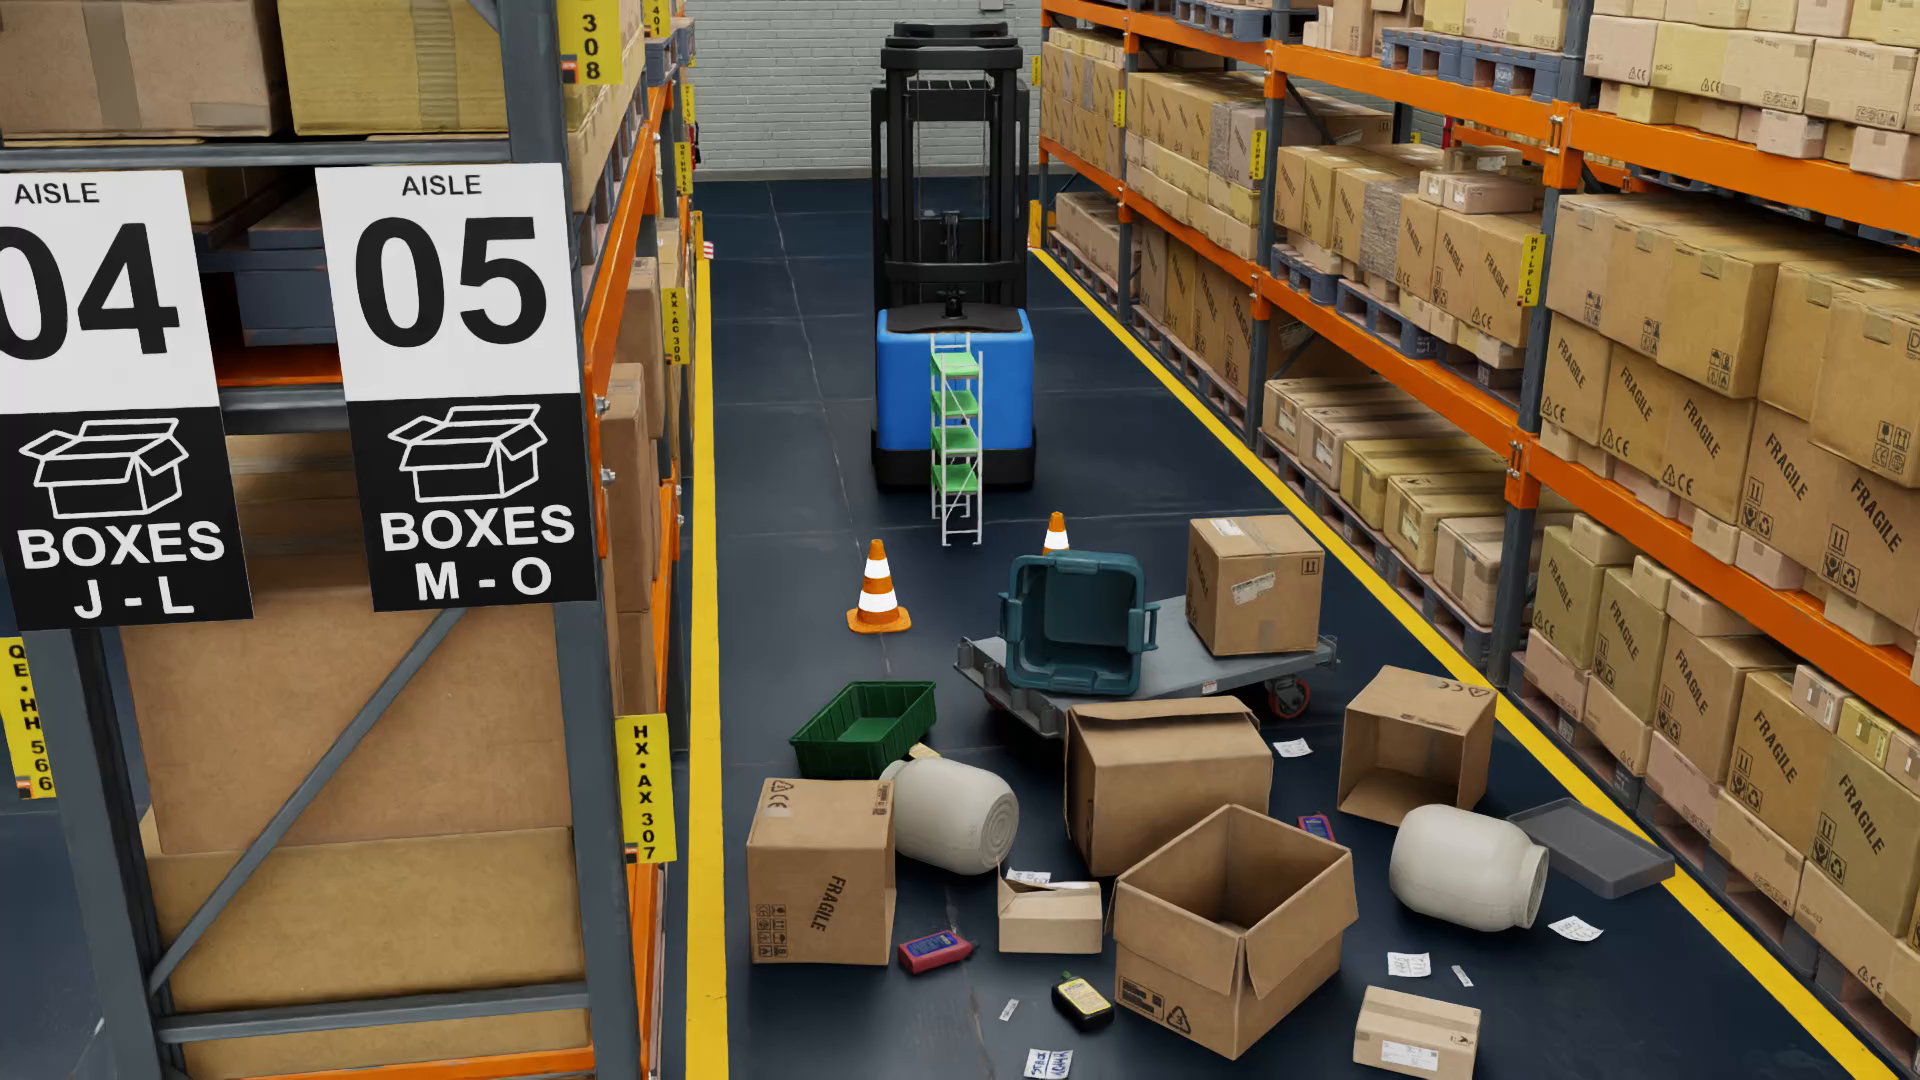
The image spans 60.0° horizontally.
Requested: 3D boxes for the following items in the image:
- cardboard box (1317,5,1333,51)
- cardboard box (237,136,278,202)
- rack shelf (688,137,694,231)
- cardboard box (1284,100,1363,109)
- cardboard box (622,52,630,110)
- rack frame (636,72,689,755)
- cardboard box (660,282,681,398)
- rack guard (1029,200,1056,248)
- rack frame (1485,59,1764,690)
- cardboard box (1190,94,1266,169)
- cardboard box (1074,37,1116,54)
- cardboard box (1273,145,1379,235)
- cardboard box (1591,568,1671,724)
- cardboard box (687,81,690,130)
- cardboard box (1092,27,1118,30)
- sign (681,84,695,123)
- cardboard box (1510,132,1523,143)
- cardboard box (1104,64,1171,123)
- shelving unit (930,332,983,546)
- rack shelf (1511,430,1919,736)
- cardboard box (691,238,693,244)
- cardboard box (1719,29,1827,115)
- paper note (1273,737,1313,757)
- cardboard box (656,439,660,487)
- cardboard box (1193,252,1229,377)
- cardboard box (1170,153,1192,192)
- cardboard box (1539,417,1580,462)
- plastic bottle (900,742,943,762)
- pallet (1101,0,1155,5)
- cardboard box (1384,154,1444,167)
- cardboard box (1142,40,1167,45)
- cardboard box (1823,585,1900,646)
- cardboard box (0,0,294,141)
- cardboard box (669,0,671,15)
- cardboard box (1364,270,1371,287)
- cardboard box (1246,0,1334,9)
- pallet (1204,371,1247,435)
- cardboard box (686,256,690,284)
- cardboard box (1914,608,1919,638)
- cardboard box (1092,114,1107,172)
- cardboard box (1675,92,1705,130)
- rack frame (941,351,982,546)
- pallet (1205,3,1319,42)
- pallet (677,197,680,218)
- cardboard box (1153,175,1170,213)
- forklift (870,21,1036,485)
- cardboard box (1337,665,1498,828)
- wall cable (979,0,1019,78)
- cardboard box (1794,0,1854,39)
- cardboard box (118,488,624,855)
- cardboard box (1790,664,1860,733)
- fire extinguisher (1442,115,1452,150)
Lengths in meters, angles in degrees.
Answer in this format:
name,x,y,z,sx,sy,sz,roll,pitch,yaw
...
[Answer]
name,x,y,z,sx,sy,sz,roll,pitch,yaw
cardboard box,2.479,-3.231,10.485,0.396,0.266,0.258,-3,21,-8
cardboard box,-1.585,-0.757,3.285,0.380,0.149,0.250,-3,21,-7
rack shelf,-3.184,-3.551,16.464,1.077,0.370,4.000,-3,21,-8
cardboard box,2.654,-2.965,12.295,0.500,0.500,0.500,-3,21,-8
cardboard box,-1.153,-1.318,4.787,0.380,0.149,0.250,-3,21,-8
rack frame,-1.743,-0.425,7.068,1.000,3.000,0.127,-3,21,-8
cardboard box,-1.695,-1.016,8.506,0.500,0.500,0.500,-3,21,-8
rack guard,1.408,-3.702,19.414,1.175,0.500,0.348,-3,21,-8
rack frame,3.141,-0.710,7.830,1.000,3.000,0.127,-3,21,-8
cardboard box,2.084,-3.126,12.726,0.500,0.500,0.500,-3,21,-8
cardboard box,1.371,-5.008,16.839,0.380,0.149,0.250,-3,21,-9
cardboard box,2.400,-2.310,10.947,0.500,0.500,0.500,-4,21,-9
cardboard box,3.048,0.433,7.029,0.500,0.500,0.500,-2,21,-6
cardboard box,-3.153,-4.624,17.741,0.500,0.500,0.500,-2,21,-7
cardboard box,1.661,-5.570,18.343,0.380,0.149,0.250,-3,21,-7
sign,-2.347,-3.767,14.360,0.100,0.325,0.005,-3,21,-8
cardboard box,6.235,-4.423,18.129,0.380,0.149,0.250,-4,21,-9
cardboard box,1.647,-4.145,15.454,0.500,0.500,0.500,-3,21,-8
shelving unit,-0.024,-0.619,10.160,0.258,1.200,0.503,-3,21,-8
rack shelf,3.430,0.319,6.102,1.077,0.370,4.000,-3,21,-8
cardboard box,-2.950,-3.054,17.155,0.380,0.149,0.250,-3,21,-7
cardboard box,3.077,-1.666,5.892,0.500,0.250,0.500,-3,21,-7
paper note,1.529,0.950,7.628,0.148,0.019,0.142,-3,21,-8
cardboard box,-1.677,-0.369,6.702,0.875,0.550,0.550,-3,21,-8
cardboard box,2.423,-1.849,13.316,0.875,0.875,0.875,-3,21,-7
cardboard box,1.997,-2.947,13.320,0.500,0.250,0.500,-4,21,-9
cardboard box,2.869,-0.467,7.539,0.380,0.149,0.250,-3,21,-8
plastic bottle,-0.209,0.971,7.530,0.133,0.061,0.283,-15,25,-35
pallet,1.880,-5.127,15.497,1.003,0.211,1.213,-3,21,-8
cardboard box,2.991,-2.156,10.534,0.500,0.500,0.500,-3,21,-9
cardboard box,1.966,-4.861,16.445,0.380,0.149,0.250,-3,21,-8
cardboard box,3.199,0.234,5.660,0.380,0.149,0.250,-3,21,-8
cardboard box,-1.513,-0.914,3.135,0.500,0.250,0.500,-3,21,-7
cardboard box,-1.872,-3.071,9.248,0.500,0.311,0.500,-3,21,-8
cardboard box,2.639,-1.584,9.929,0.380,0.149,0.250,-2,21,-6
cardboard box,2.361,-3.868,11.251,0.797,0.503,0.637,-4,21,-11
pallet,2.526,-1.066,12.767,1.003,0.211,1.213,-3,21,-8
cardboard box,-2.477,-2.149,13.582,0.500,0.250,0.500,-2,21,-5
cardboard box,3.299,0.141,4.983,0.500,0.500,0.500,-3,21,-8
cardboard box,1.589,-3.852,16.101,0.500,0.500,0.500,-3,21,-9
cardboard box,3.071,-1.704,6.562,0.380,0.149,0.250,-3,21,-8
rack frame,0.011,-0.535,9.933,0.240,1.200,0.015,-3,21,-8
pallet,2.419,-3.632,11.636,1.213,0.211,1.003,-2,21,-5
pallet,-2.645,-2.404,12.639,1.003,0.211,1.213,-3,21,-8
cardboard box,1.924,-2.887,13.872,0.500,0.250,0.500,-3,21,-8
forklift,-0.076,-2.203,11.926,1.130,2.935,3.031,-1,20,-2
cardboard box,1.949,0.899,7.090,0.500,0.500,0.500,12,24,29
wall cable,0.575,-7.307,23.995,0.585,1.953,0.123,-3,21,-8
cardboard box,3.106,-1.797,5.674,0.380,0.149,0.250,-3,21,-9
cardboard box,-1.181,0.253,3.494,0.875,0.550,0.550,-3,21,-8
cardboard box,3.156,0.545,5.802,0.380,0.149,0.250,-2,21,-5
fire extinguisher,5.844,-4.933,19.781,0.296,0.674,0.183,-3,21,-8
